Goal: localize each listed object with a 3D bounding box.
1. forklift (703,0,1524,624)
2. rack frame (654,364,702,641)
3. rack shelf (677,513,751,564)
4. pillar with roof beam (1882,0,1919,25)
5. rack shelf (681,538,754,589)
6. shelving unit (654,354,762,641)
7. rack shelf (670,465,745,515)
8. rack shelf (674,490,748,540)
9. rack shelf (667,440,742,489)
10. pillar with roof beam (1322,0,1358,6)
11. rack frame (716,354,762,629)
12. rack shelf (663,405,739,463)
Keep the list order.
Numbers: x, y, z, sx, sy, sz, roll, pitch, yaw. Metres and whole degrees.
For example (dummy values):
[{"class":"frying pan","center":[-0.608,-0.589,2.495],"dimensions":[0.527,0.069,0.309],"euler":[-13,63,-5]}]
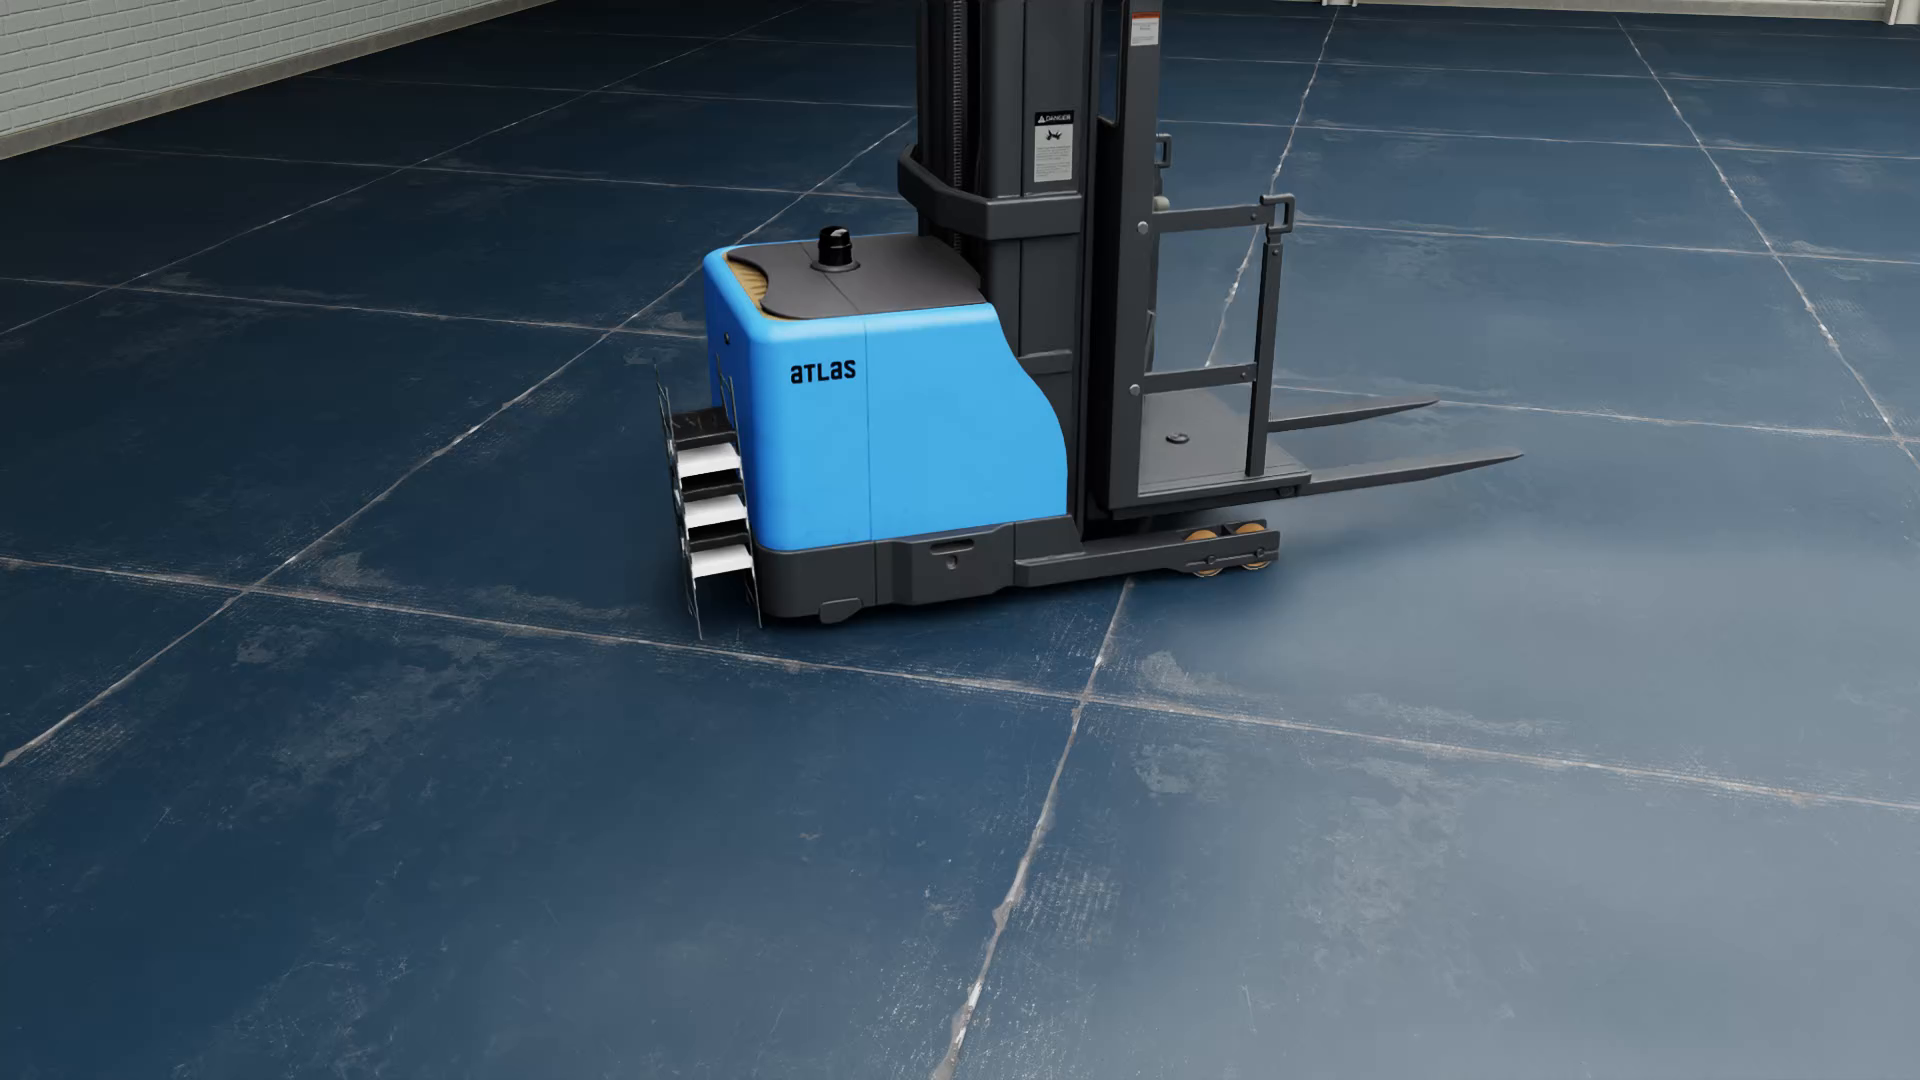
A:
[{"class":"forklift","center":[0.643,-1.397,5.775],"dimensions":[3.031,2.935,1.130],"euler":[-8,27,-16]},{"class":"rack frame","center":[-0.923,-0.115,5.446],"dimensions":[0.006,0.900,0.240],"euler":[-11,27,-15]},{"class":"rack shelf","center":[-0.820,-0.023,5.527],"dimensions":[0.200,0.077,0.258],"euler":[-11,27,-15]},{"class":"pillar with roof beam","center":[9.159,-7.868,12.307],"dimensions":[0.400,9.000,9.100],"euler":[6,26,13]},{"class":"rack shelf","center":[-0.815,0.057,5.567],"dimensions":[0.200,0.077,0.258],"euler":[-11,27,-15]},{"class":"shelving unit","center":[-0.826,-0.134,5.472],"dimensions":[0.210,0.900,0.258],"euler":[-11,27,-15]},{"class":"rack shelf","center":[-0.829,-0.184,5.447],"dimensions":[0.200,0.077,0.258],"euler":[-11,27,-15]},{"class":"rack shelf","center":[-0.824,-0.104,5.487],"dimensions":[0.200,0.077,0.258],"euler":[-11,27,-15]},{"class":"rack shelf","center":[-0.833,-0.265,5.407],"dimensions":[0.200,0.077,0.258],"euler":[-11,27,-15]},{"class":"pillar with roof beam","center":[3.348,-8.510,13.656],"dimensions":[0.400,9.000,9.100],"euler":[6,26,13]},{"class":"rack frame","center":[-0.729,-0.152,5.498],"dimensions":[0.006,0.900,0.240],"euler":[-11,27,-15]},{"class":"rack shelf","center":[-0.838,-0.345,5.367],"dimensions":[0.200,0.077,0.258],"euler":[-11,27,-15]}]
